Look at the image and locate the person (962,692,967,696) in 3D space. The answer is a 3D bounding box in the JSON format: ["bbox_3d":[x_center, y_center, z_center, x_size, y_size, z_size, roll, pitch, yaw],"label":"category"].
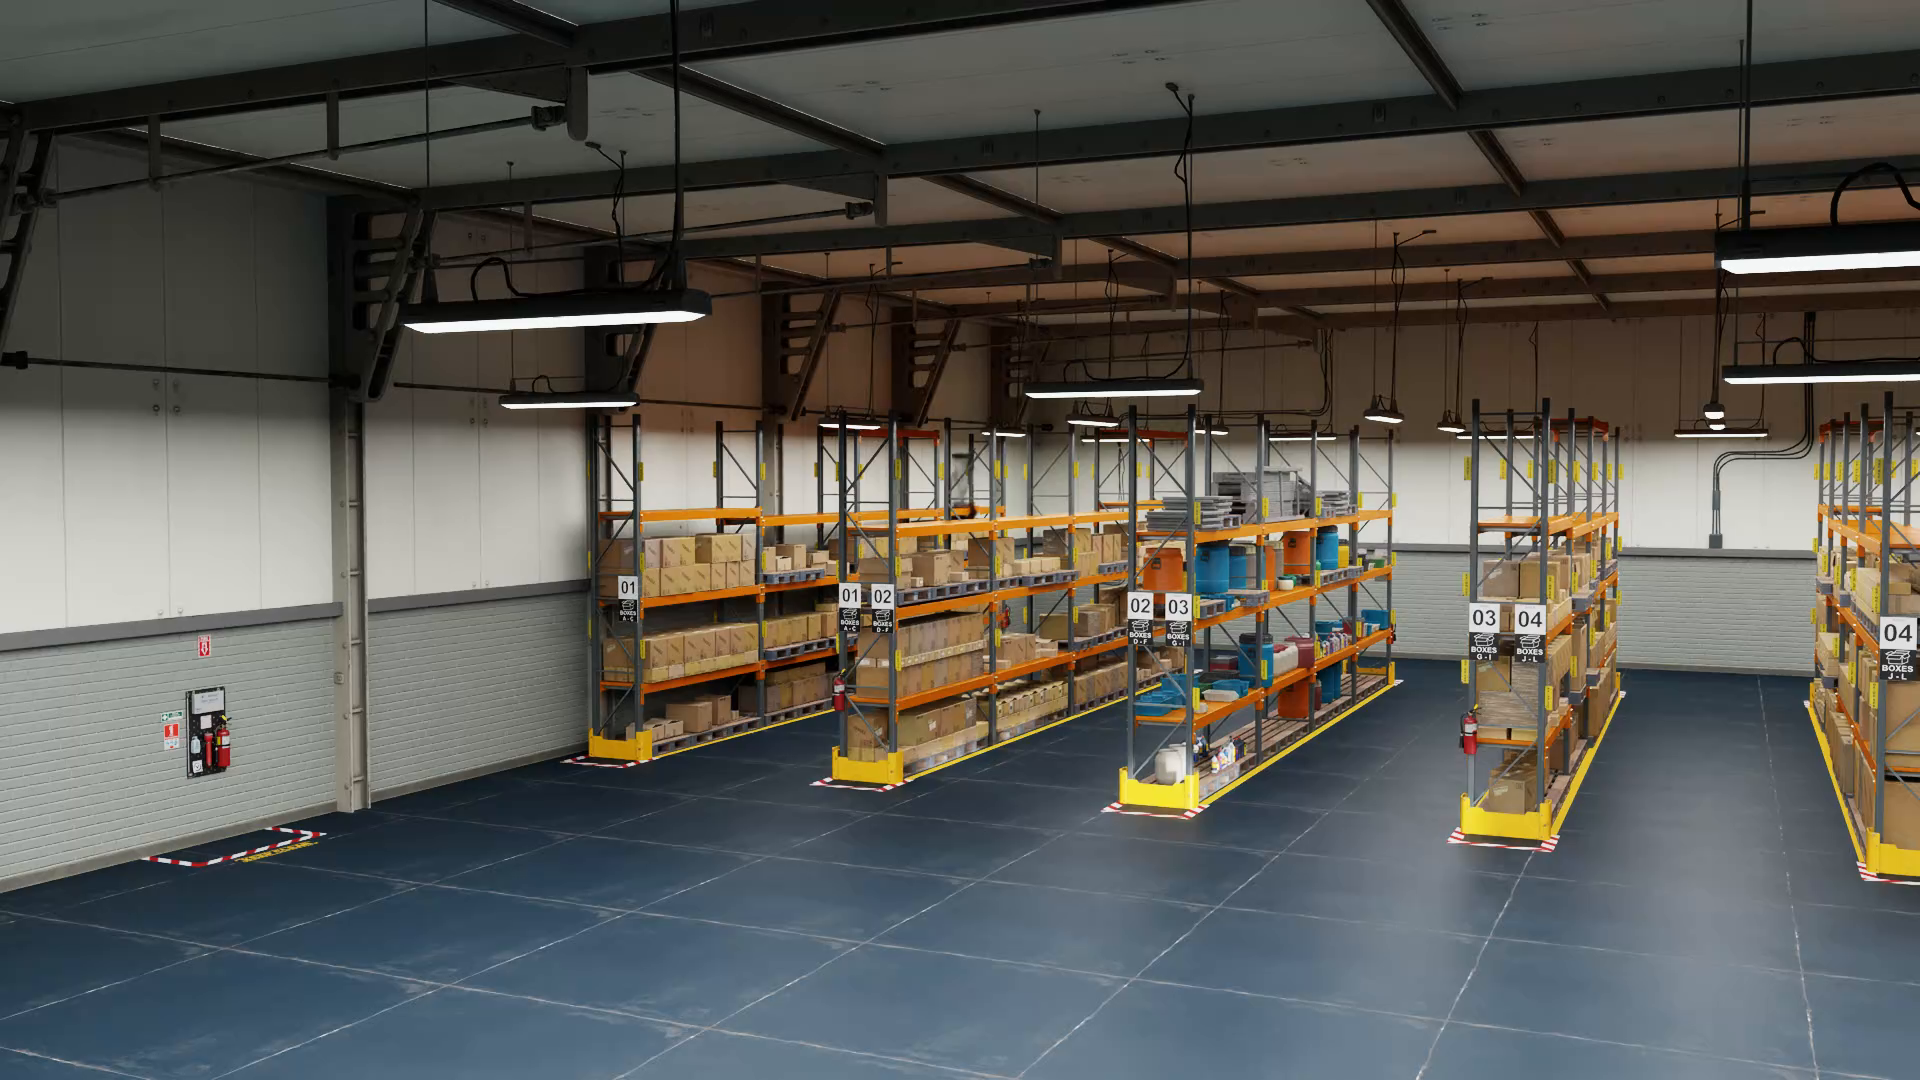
[{"bbox_3d":[0.042,2.750,35.498,0.569,1.594,0.683,1,2,13],"label":"person"}]
